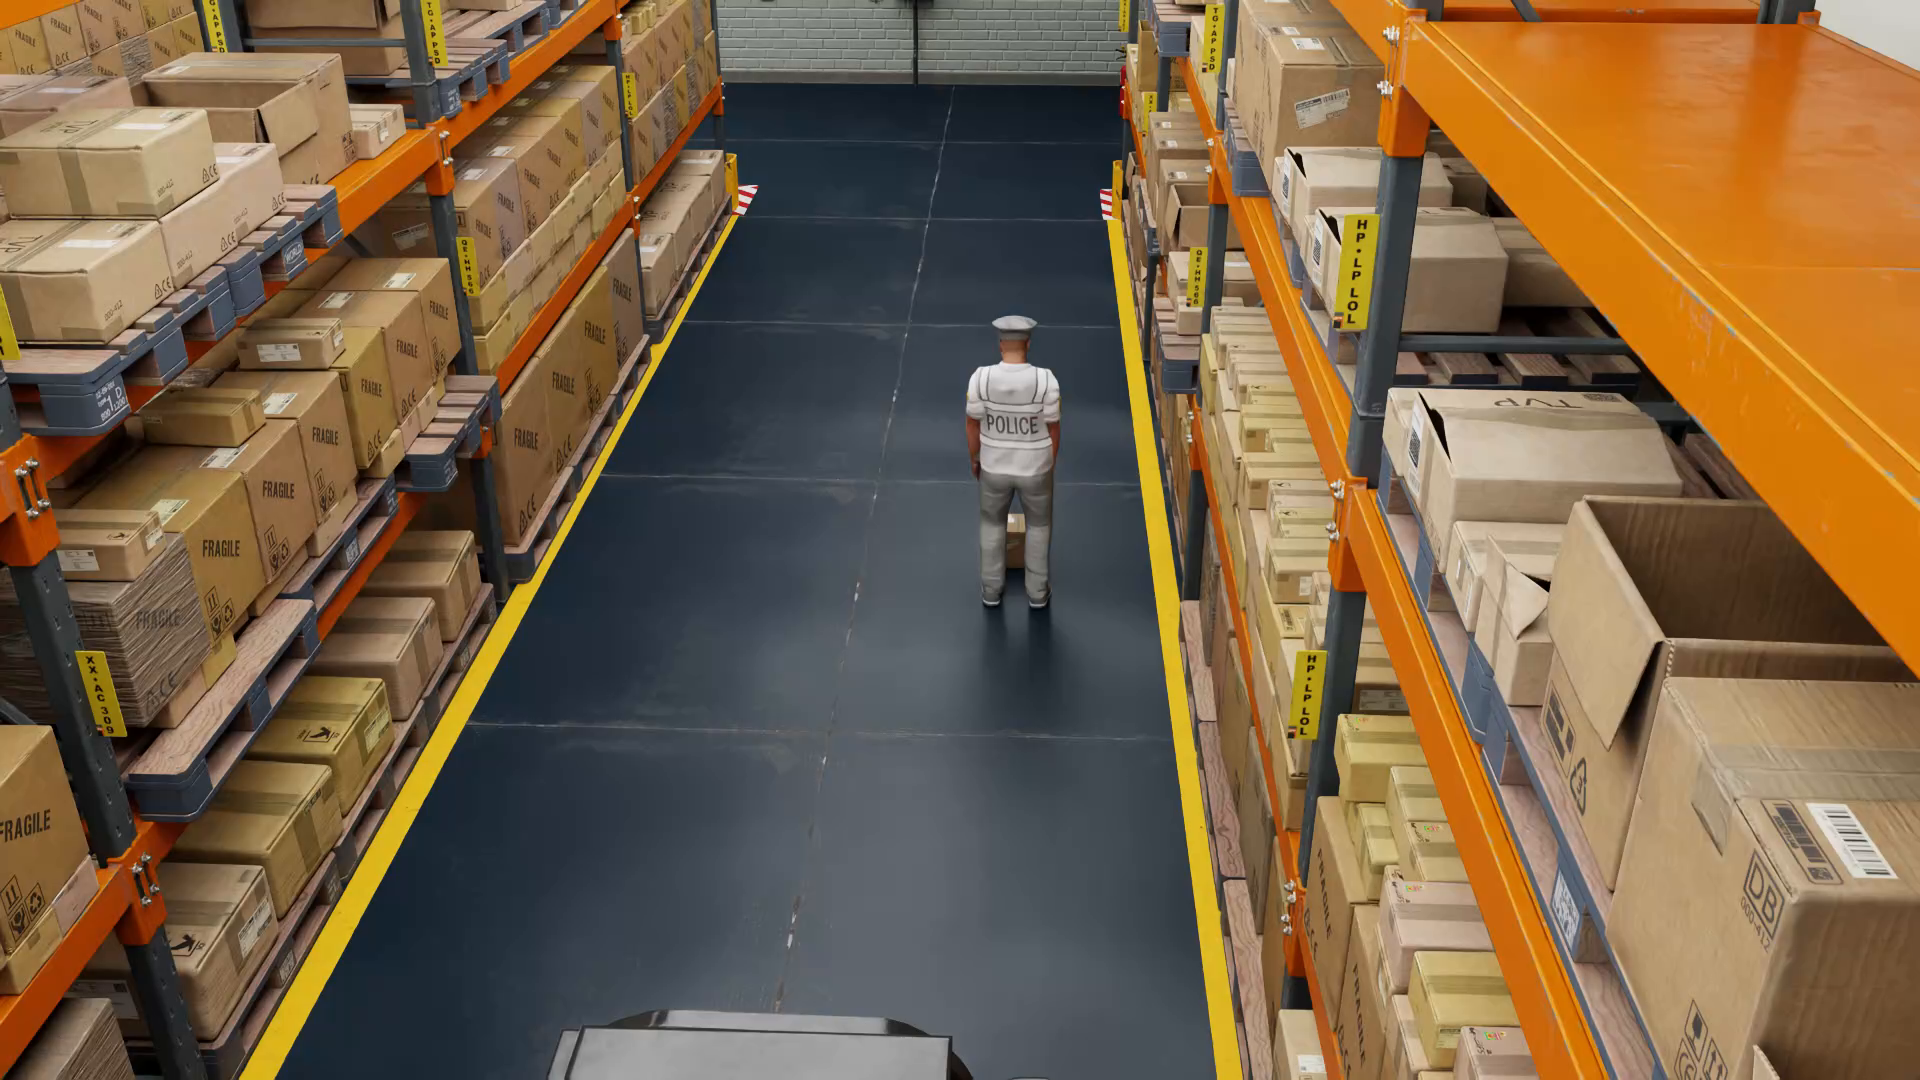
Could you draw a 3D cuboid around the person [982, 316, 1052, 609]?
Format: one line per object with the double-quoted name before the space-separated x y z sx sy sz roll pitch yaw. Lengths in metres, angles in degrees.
"person" 0.331 -0.431 9.455 0.416 1.737 0.334 3 28 6
